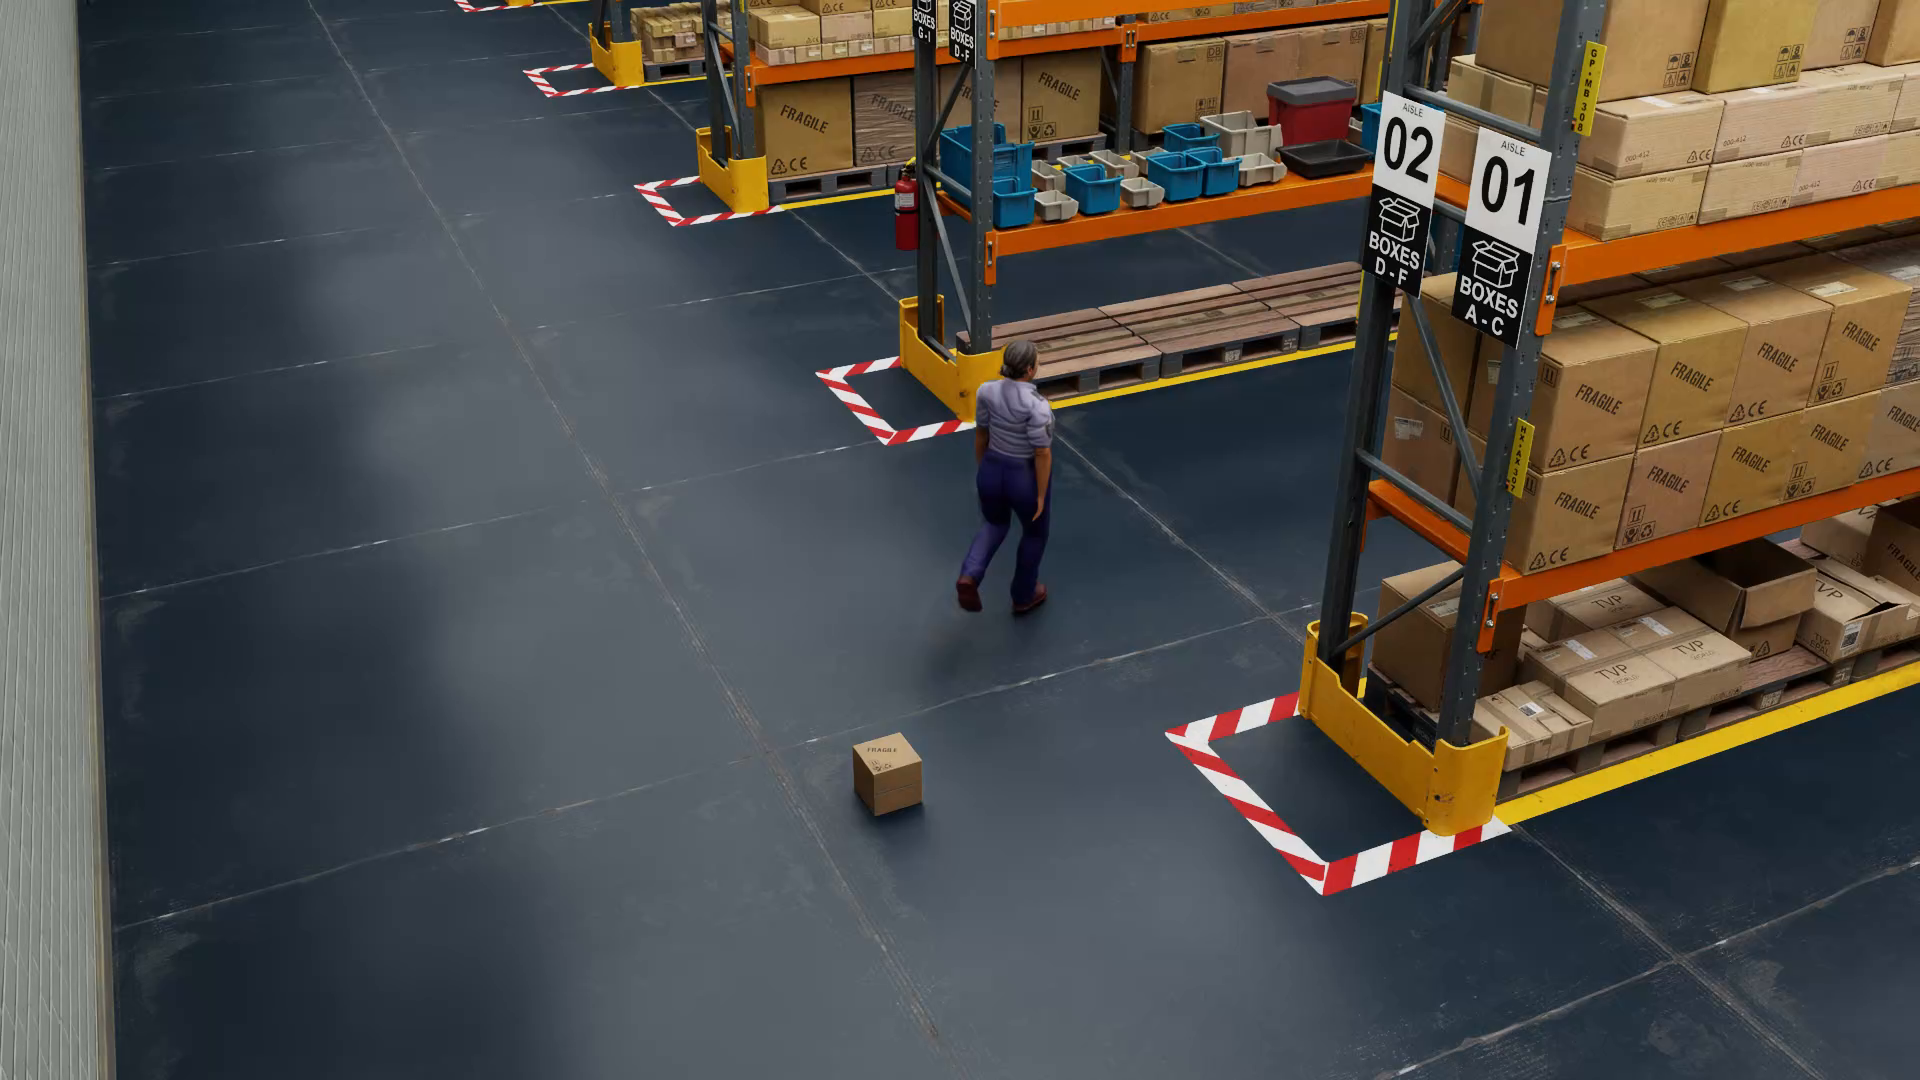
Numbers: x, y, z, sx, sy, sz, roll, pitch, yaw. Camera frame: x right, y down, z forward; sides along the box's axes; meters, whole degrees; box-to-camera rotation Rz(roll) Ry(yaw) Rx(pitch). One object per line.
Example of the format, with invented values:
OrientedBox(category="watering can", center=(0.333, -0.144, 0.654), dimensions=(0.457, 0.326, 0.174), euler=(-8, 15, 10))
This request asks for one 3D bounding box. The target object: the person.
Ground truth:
OrientedBox(category="person", center=(0.267, -0.307, 8.959), dimensions=(0.505, 1.630, 0.630), euler=(18, 34, 28))
